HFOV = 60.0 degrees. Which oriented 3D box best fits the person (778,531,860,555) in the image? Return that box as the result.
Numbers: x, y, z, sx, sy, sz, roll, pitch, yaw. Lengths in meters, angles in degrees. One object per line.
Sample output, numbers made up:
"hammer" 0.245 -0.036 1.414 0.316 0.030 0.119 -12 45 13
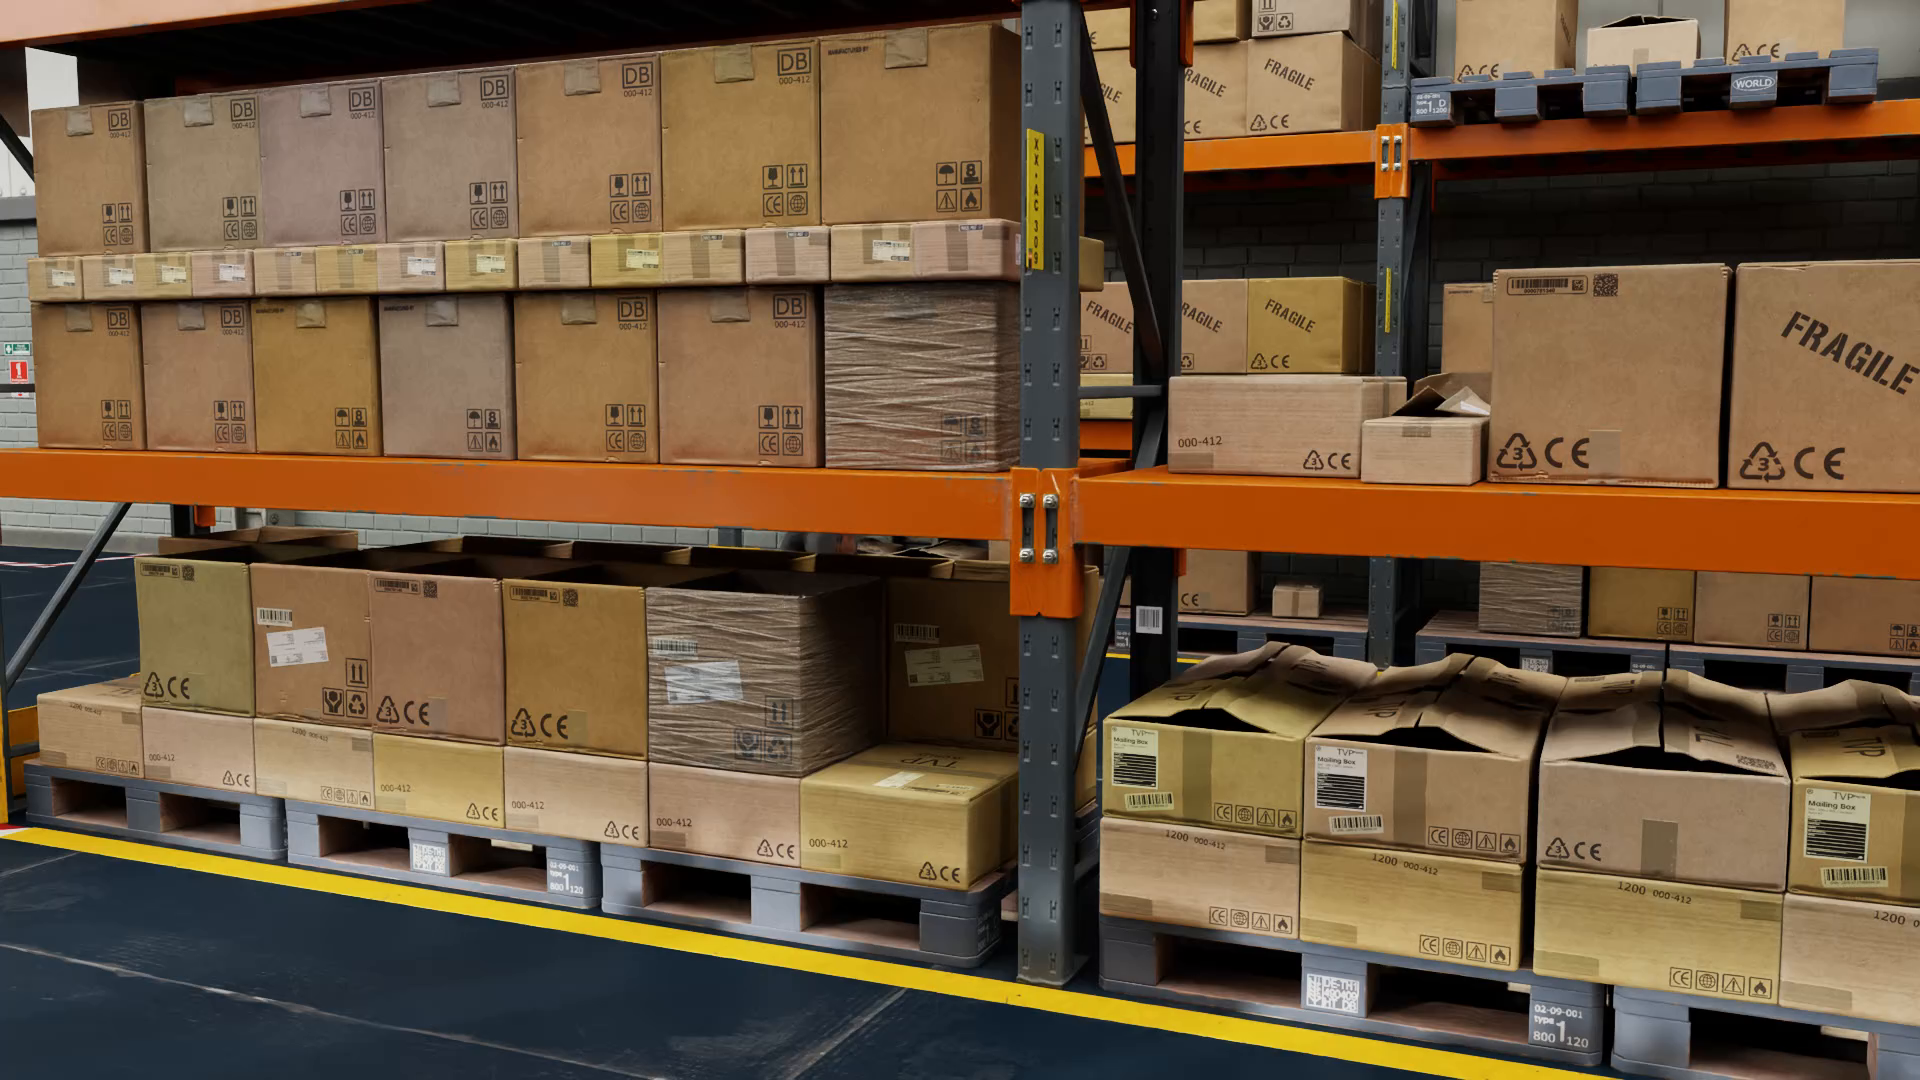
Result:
"person" -0.629 -0.019 7.465 0.587 1.650 0.529 -5 7 -39
